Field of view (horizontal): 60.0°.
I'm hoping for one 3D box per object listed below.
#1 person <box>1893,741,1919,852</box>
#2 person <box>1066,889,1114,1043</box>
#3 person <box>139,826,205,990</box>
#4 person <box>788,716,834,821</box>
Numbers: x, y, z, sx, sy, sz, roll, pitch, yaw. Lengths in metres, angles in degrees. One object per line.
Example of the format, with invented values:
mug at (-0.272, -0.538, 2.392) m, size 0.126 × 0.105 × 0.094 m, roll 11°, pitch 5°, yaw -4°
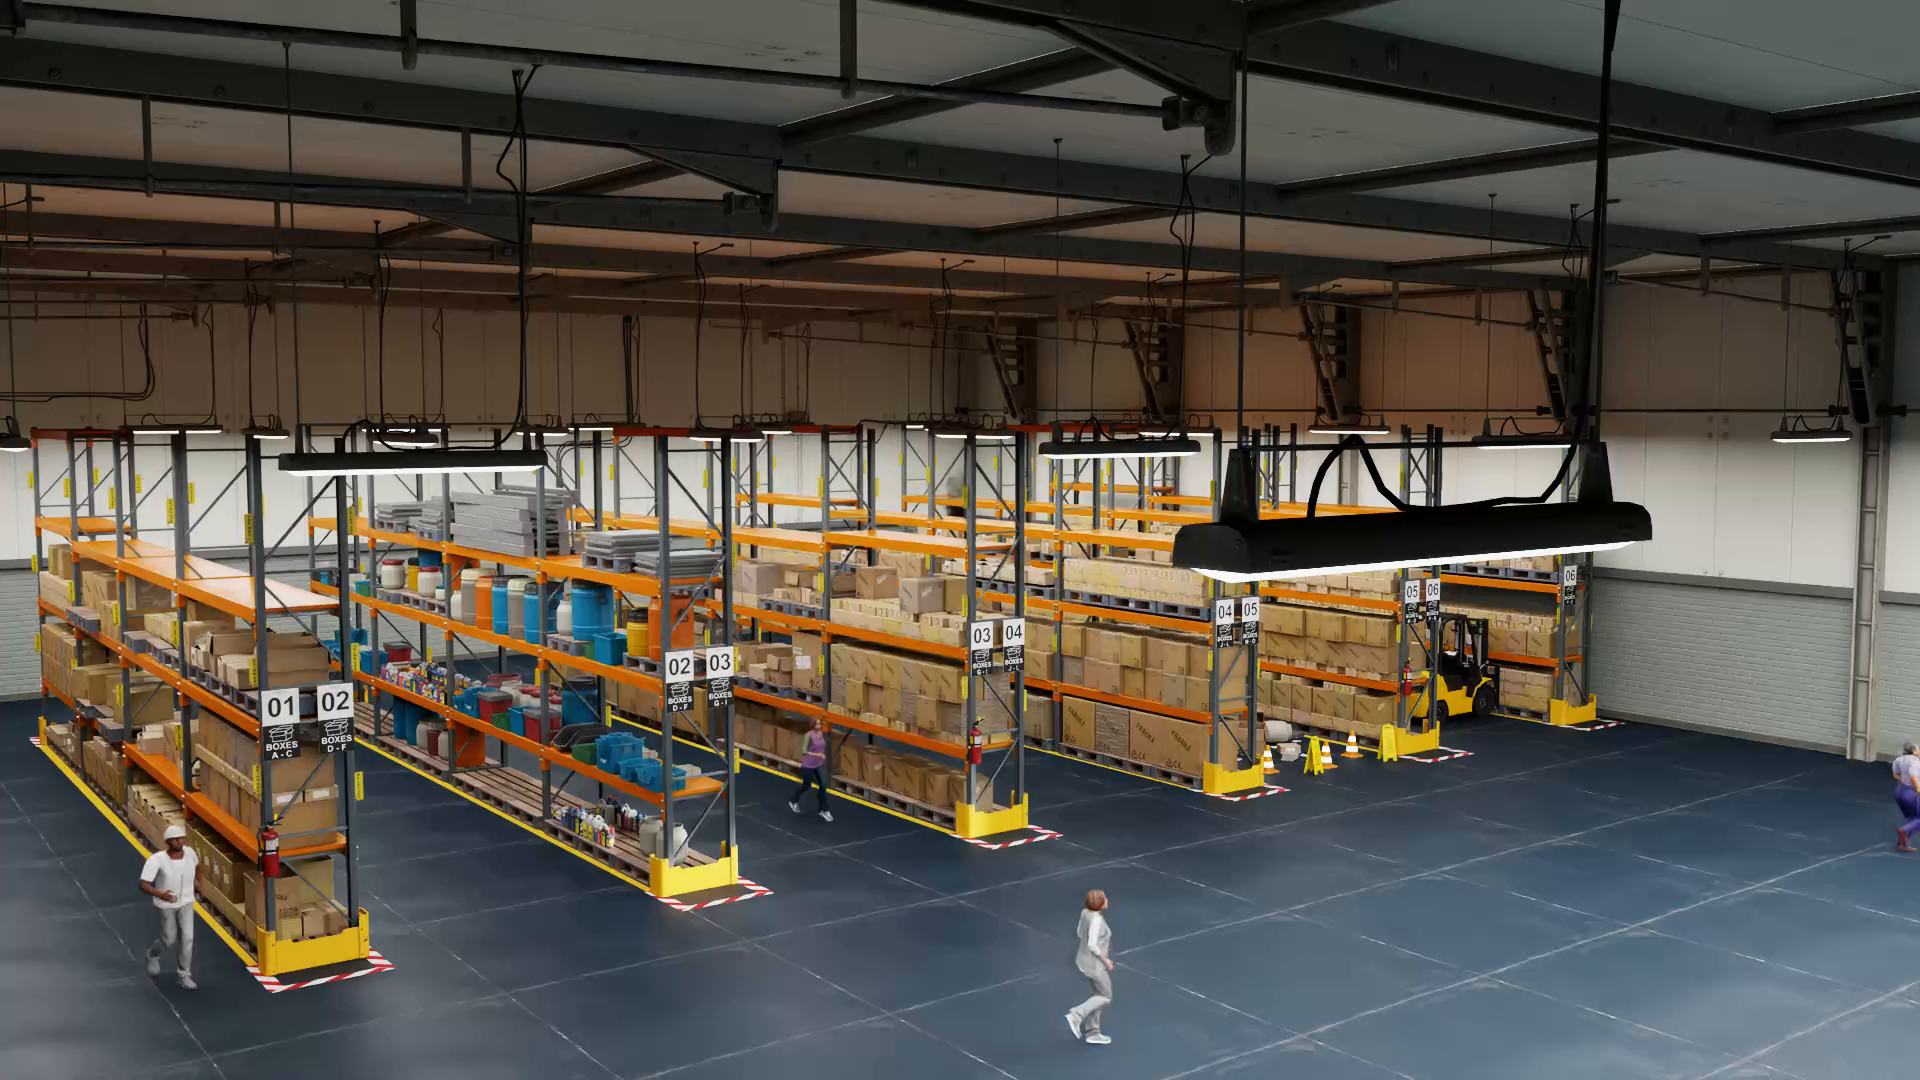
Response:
person at (13.615, 3.674, 23.794) m, size 0.547 × 1.592 × 0.607 m, roll 0°, pitch 4°, yaw -6°
person at (1.295, 4.258, 16.599) m, size 0.586 × 1.572 × 0.532 m, roll -1°, pitch 5°, yaw -16°
person at (-8.676, 4.017, 18.348) m, size 0.824 × 1.772 × 0.723 m, roll 4°, pitch 6°, yaw 38°
person at (-2.312, 3.519, 25.738) m, size 0.823 × 1.599 × 0.509 m, roll 4°, pitch 6°, yaw 41°
